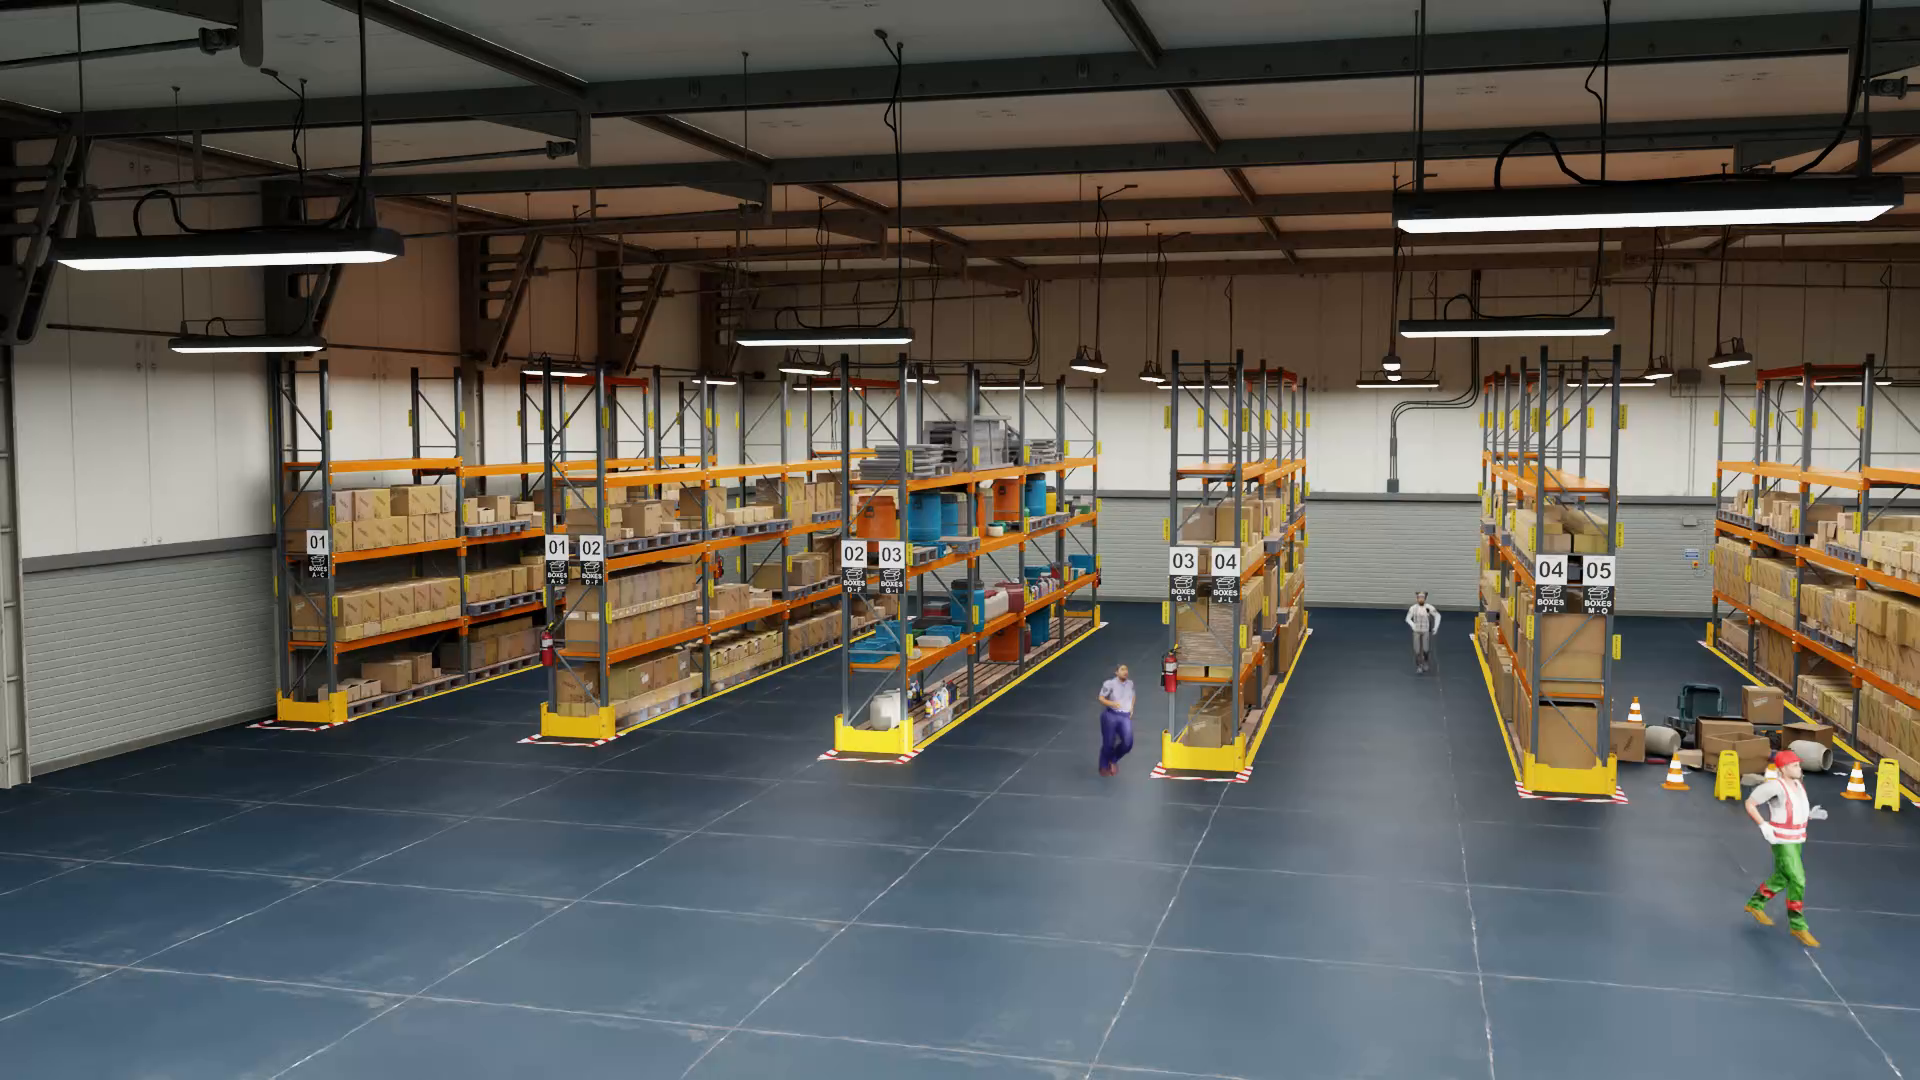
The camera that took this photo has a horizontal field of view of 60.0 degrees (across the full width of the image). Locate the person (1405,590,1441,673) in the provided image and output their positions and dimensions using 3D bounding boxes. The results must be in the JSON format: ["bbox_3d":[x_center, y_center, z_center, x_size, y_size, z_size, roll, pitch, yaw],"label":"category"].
[{"bbox_3d":[9.102,1.810,32.729,0.659,1.646,0.553,1,4,19],"label":"person"}]

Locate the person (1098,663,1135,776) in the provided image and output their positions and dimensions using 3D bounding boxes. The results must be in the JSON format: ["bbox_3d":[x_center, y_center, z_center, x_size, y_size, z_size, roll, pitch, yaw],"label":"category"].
[{"bbox_3d":[2.254,2.534,23.346,0.615,1.583,0.585,-1,4,-19],"label":"person"}]

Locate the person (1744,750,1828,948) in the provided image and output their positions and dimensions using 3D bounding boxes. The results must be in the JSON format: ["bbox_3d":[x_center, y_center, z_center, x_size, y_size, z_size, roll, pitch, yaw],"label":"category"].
[{"bbox_3d":[7.997,2.942,16.101,0.640,1.824,0.791,-3,5,-35],"label":"person"}]
